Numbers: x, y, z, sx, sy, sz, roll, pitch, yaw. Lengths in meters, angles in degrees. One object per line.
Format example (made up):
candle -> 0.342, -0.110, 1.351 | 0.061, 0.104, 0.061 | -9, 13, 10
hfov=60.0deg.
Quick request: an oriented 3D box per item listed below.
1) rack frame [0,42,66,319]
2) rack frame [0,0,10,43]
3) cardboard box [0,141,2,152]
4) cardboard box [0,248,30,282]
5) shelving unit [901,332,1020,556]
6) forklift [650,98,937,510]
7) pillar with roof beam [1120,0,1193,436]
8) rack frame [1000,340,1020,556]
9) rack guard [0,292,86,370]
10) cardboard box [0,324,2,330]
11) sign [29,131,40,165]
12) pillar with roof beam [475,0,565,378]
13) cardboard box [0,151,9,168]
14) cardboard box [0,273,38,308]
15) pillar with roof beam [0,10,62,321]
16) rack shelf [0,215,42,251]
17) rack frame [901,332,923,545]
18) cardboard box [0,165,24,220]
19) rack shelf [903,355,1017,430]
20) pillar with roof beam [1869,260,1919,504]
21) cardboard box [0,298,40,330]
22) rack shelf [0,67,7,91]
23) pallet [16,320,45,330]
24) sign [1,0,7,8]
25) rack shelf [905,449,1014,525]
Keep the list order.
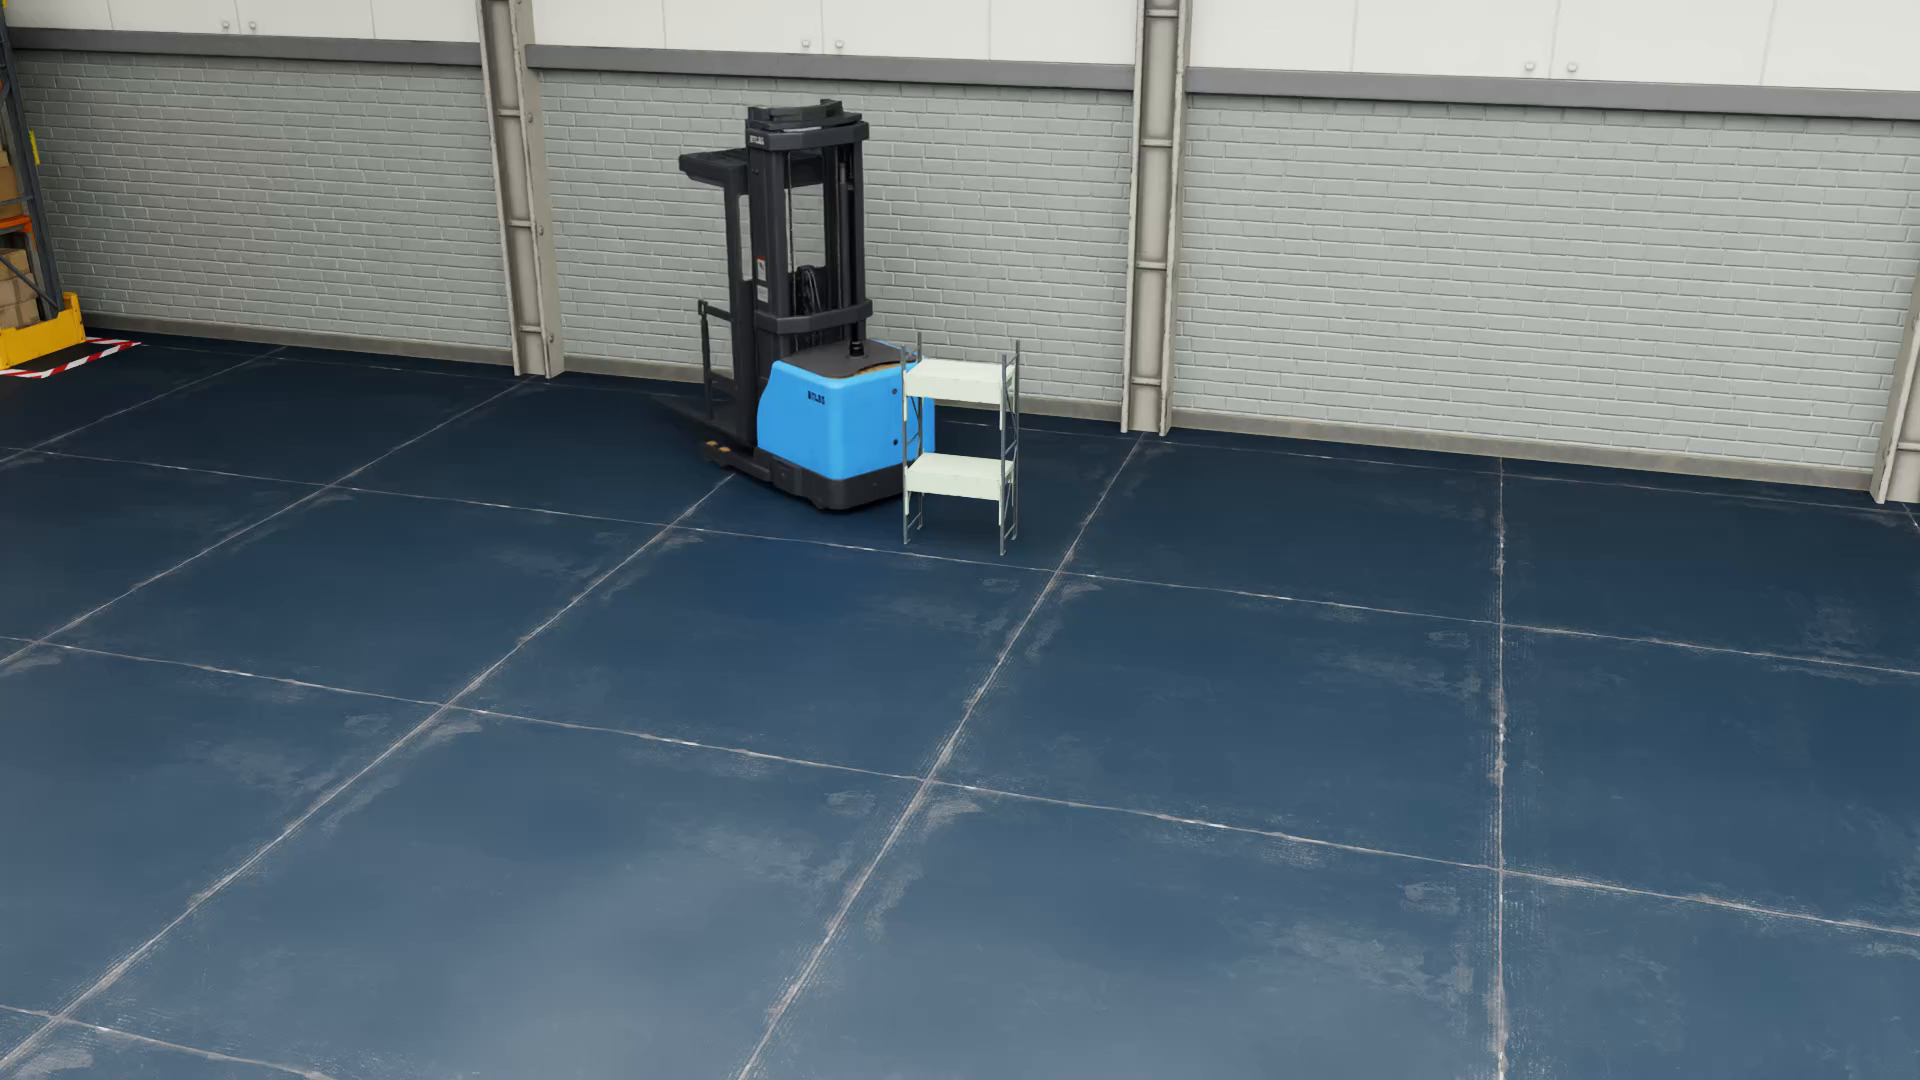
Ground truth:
rack frame -> -9.442, -3.281, 16.317 | 0.127, 3.000, 1.000 | 7, 23, 16
rack frame -> -9.442, -6.057, 15.178 | 0.127, 3.000, 1.000 | 7, 23, 16
cardboard box -> -9.702, -3.880, 16.397 | 0.250, 0.149, 0.380 | 6, 23, 14
cardboard box -> -9.847, -2.787, 16.865 | 0.500, 0.250, 0.500 | 6, 23, 15
shelving unit -> 0.006, -0.693, 11.984 | 0.755, 1.500, 0.431 | 7, 23, 16
forklift -> -1.519, -2.068, 13.449 | 1.130, 2.935, 3.031 | -18, 28, -37
pillar with roof beam -> 0.397, -3.581, 9.142 | 0.400, 9.000, 9.100 | 7, 23, 16
rack frame -> 0.357, -0.653, 11.886 | 0.023, 1.500, 0.400 | 7, 23, 16
rack guard -> -9.419, -2.122, 16.785 | 0.348, 0.500, 1.175 | 7, 23, 16
cardboard box -> -9.983, -2.140, 16.604 | 0.500, 0.250, 0.500 | 7, 23, 16
sign -> -9.276, -3.919, 16.627 | 0.005, 0.325, 0.100 | 7, 23, 16
pillar with roof beam -> -5.347, -4.239, 10.746 | 0.400, 9.000, 9.100 | 7, 23, 16
cardboard box -> -9.692, -3.759, 16.495 | 0.250, 0.149, 0.380 | 6, 23, 14
cardboard box -> -9.832, -2.562, 16.973 | 0.500, 0.250, 0.500 | 7, 23, 16
pillar with roof beam -> -11.092, -4.896, 12.349 | 0.400, 9.000, 9.100 | 7, 23, 16
rack shelf -> -11.357, -3.168, 16.988 | 4.000, 0.370, 1.077 | 7, 23, 16
rack frame -> -0.344, -0.733, 12.081 | 0.023, 1.500, 0.400 | 7, 23, 16
cardboard box -> -9.836, -3.483, 16.676 | 0.500, 0.500, 0.500 | 7, 23, 17
rack shelf -> 0.006, -1.054, 11.836 | 0.720, 0.370, 0.431 | 7, 23, 16
pillar with roof beam -> 6.141, -2.923, 7.539 | 0.400, 9.000, 9.100 | 7, 23, 16
cardboard box -> -9.855, -2.328, 17.063 | 0.500, 0.250, 0.500 | 7, 23, 16
rack shelf -> -11.357, -4.555, 16.418 | 4.000, 0.370, 1.077 | 7, 23, 16
pallet -> -10.186, -2.060, 17.013 | 1.213, 0.211, 1.003 | 7, 23, 16
sign -> -9.276, -5.311, 16.056 | 0.005, 0.325, 0.100 | 7, 23, 16
rack shelf -> 0.006, -0.392, 12.107 | 0.720, 0.370, 0.431 | 7, 23, 16
